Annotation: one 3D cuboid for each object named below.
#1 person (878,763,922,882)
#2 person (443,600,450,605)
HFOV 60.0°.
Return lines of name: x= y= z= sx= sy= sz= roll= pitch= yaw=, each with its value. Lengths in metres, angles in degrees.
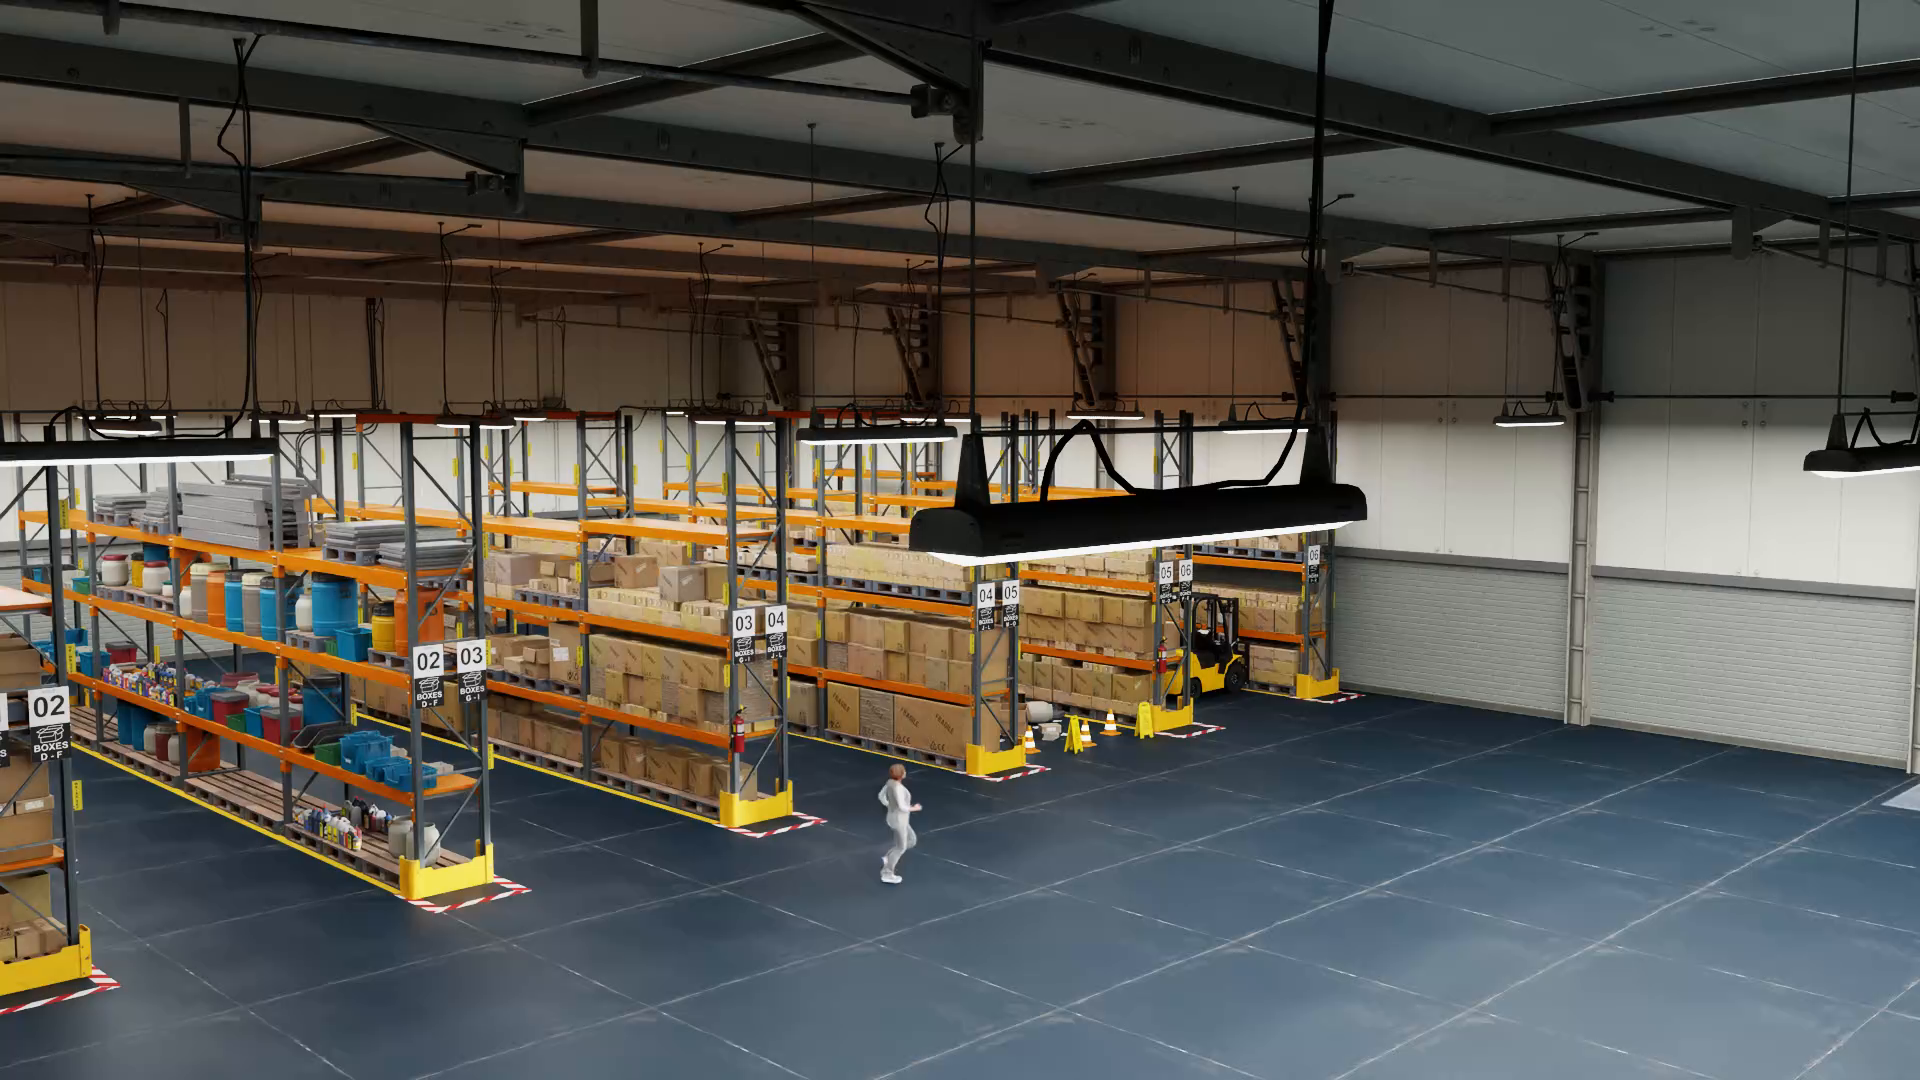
person: x=-0.764 y=3.668 z=21.635 sx=0.563 sy=1.563 sz=0.509 roll=-1 pitch=5 yaw=-14
person: x=-11.859 y=2.203 z=38.149 sx=0.603 sy=1.628 sz=0.852 roll=-1 pitch=5 yaw=-12
